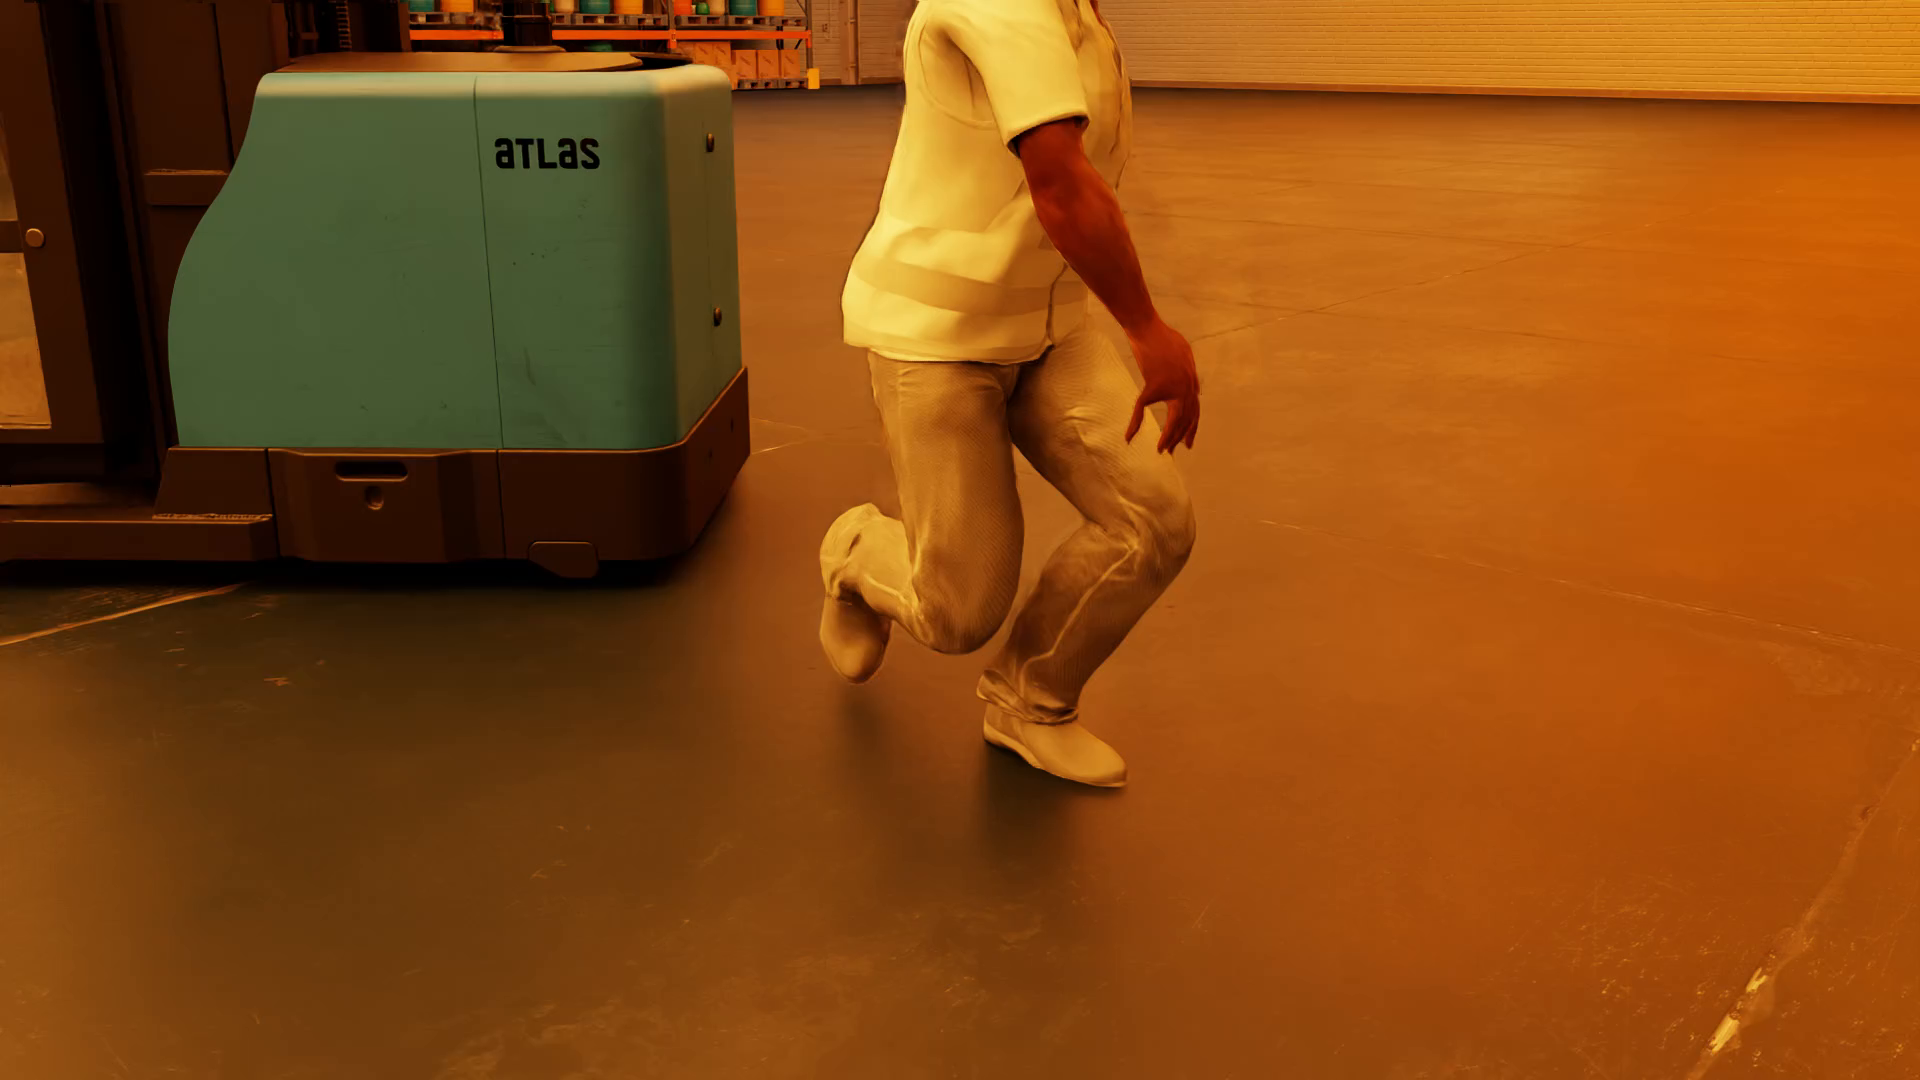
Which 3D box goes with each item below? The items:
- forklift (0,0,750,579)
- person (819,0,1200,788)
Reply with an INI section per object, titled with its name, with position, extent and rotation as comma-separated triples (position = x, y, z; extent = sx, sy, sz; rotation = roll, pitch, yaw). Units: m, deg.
[forklift]
position = -2.089, -1.454, 3.687
extent = 3.031, 2.935, 1.130
rotation = 1, 17, 2
[person]
position = 0.097, -0.394, 2.660
extent = 0.833, 1.542, 0.680
rotation = 13, 21, 36
